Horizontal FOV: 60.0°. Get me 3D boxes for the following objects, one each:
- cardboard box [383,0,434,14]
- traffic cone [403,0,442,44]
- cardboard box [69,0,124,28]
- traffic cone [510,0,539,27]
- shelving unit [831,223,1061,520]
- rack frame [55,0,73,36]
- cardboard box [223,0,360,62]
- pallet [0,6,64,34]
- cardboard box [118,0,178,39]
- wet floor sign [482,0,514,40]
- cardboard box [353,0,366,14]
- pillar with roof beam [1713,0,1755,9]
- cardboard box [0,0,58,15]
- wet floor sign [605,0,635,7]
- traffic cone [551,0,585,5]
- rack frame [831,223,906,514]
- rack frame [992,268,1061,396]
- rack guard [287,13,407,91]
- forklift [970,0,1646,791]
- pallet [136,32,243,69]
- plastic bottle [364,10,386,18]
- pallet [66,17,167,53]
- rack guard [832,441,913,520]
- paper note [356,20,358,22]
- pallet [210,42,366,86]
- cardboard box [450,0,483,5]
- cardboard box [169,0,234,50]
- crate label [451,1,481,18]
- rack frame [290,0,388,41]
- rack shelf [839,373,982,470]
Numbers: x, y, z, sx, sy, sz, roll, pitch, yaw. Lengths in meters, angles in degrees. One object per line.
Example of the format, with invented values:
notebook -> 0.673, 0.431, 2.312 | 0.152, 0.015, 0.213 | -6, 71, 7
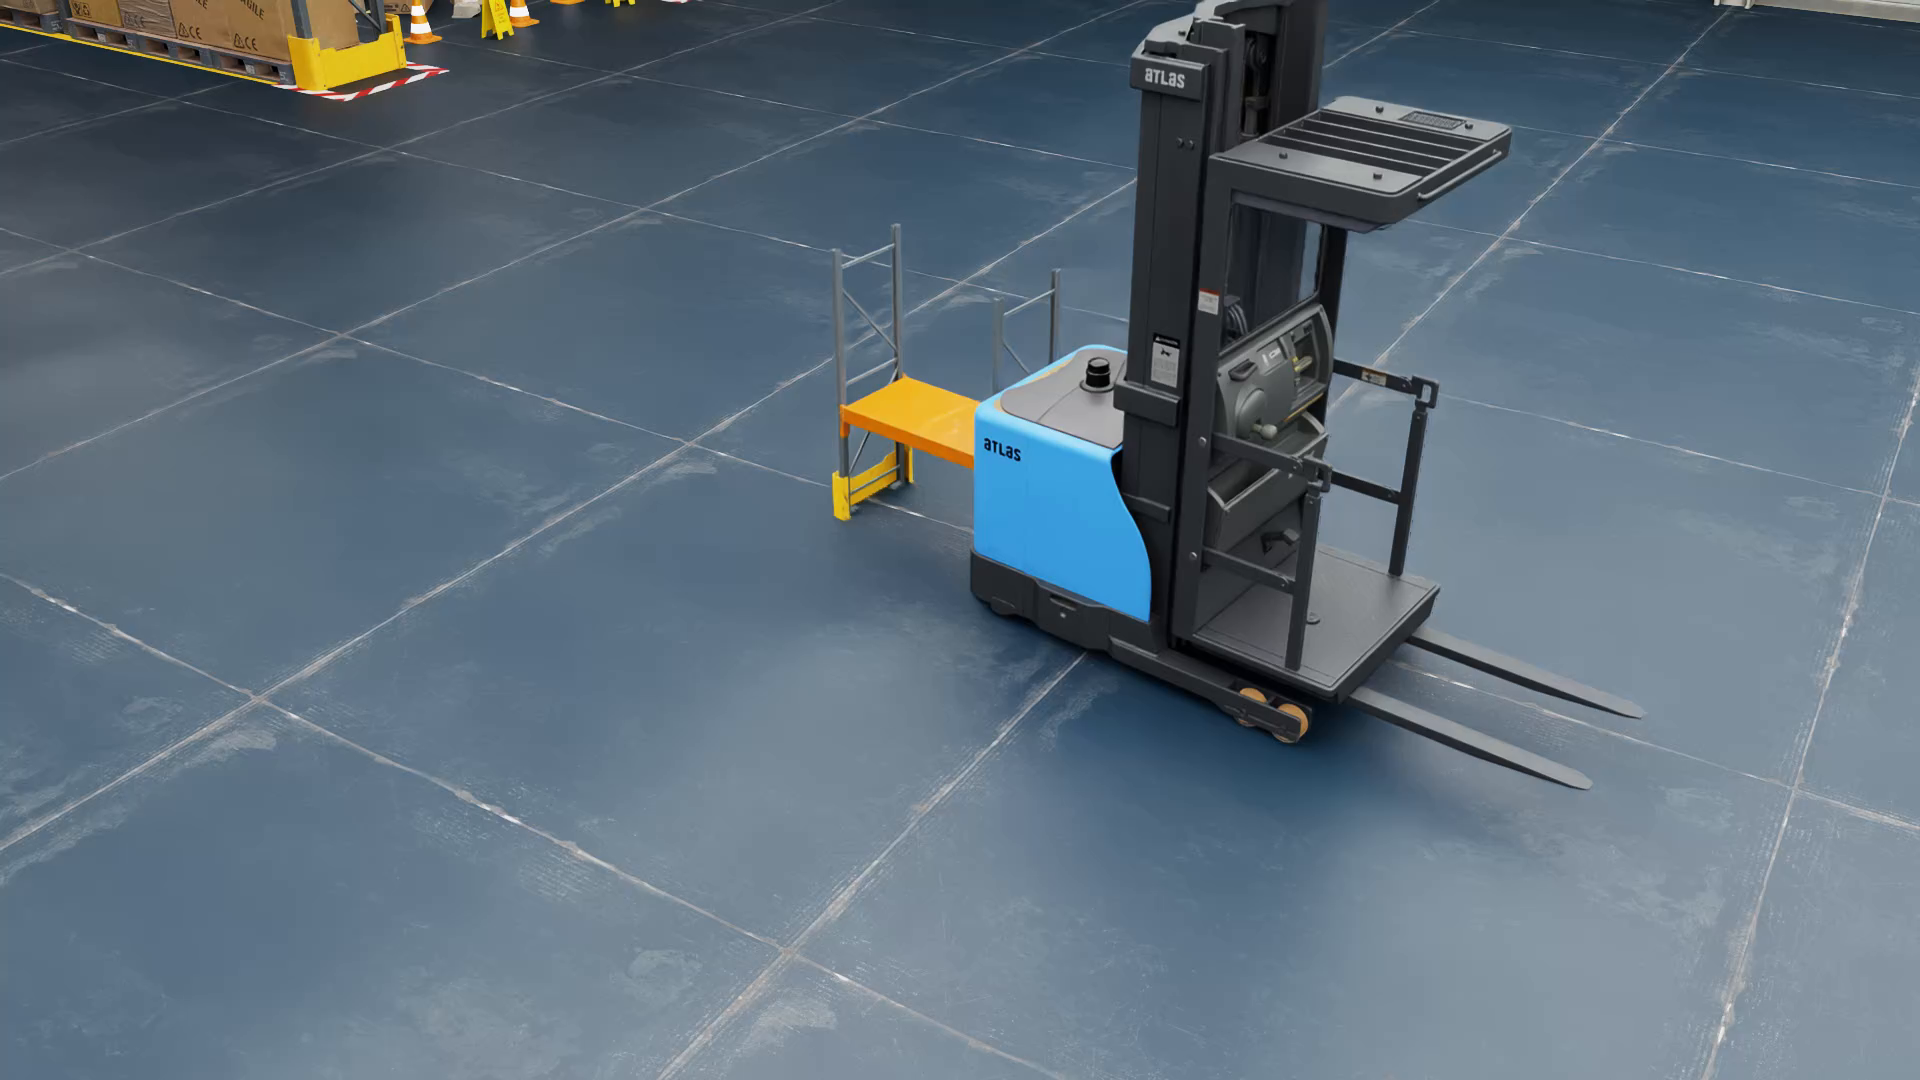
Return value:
cardboard box -> -6.426, -6.429, 19.270 | 0.637, 0.503, 0.797 | -4, 30, -7
traffic cone -> -5.833, -5.630, 17.941 | 0.334, 0.463, 0.336 | 18, 35, 27
cardboard box -> -9.031, -6.114, 17.945 | 0.875, 0.875, 0.875 | 18, 35, 28
traffic cone -> -4.945, -6.021, 18.611 | 0.334, 0.463, 0.336 | 18, 35, 27
shelving unit -> -0.084, -0.723, 8.502 | 1.083, 1.500, 0.587 | 22, 37, 33
rack frame -> -9.526, -7.049, 17.855 | 0.127, 3.000, 1.000 | 18, 35, 27
cardboard box -> -6.748, -5.394, 16.711 | 0.875, 0.875, 0.875 | 18, 35, 28
pallet -> -10.220, -6.019, 18.857 | 1.213, 0.211, 1.003 | 18, 35, 27
cardboard box -> -8.265, -5.874, 17.534 | 0.875, 0.875, 0.875 | 18, 35, 28
wet floor sign -> -5.061, -5.797, 18.047 | 0.232, 0.644, 0.267 | 12, 32, 19
cardboard box -> -7.091, -6.193, 19.103 | 0.258, 0.266, 0.396 | 24, 38, 35
pillar with roof beam -> 6.808, -8.347, 14.127 | 0.400, 9.000, 9.100 | 18, 35, 27
cardboard box -> -10.100, -6.386, 18.536 | 0.750, 0.750, 1.050 | 17, 34, 27
wet floor sign -> -4.000, -6.592, 19.410 | 0.267, 0.644, 0.232 | -21, 36, -32
traffic cone -> -4.642, -6.586, 19.579 | 0.334, 0.463, 0.336 | 18, 35, 27
rack frame -> -0.473, -0.881, 8.771 | 0.032, 1.500, 0.500 | 22, 37, 33
rack frame -> 0.320, -0.560, 8.222 | 0.032, 1.500, 0.500 | 22, 37, 33
rack guard -> -6.118, -4.891, 16.638 | 0.348, 0.500, 1.175 | 18, 35, 27
forklift -> 1.519, -0.686, 7.017 | 3.031, 2.935, 1.130 | 22, 37, 33
pallet -> -7.886, -5.281, 17.592 | 1.213, 0.211, 1.003 | 18, 35, 27
plastic bottle -> -6.702, -5.994, 18.963 | 0.283, 0.061, 0.133 | 6, 31, 10
pallet -> -8.924, -5.607, 18.152 | 1.213, 0.211, 1.003 | 18, 35, 27
rack guard -> -0.472, -0.341, 9.086 | 0.087, 0.250, 0.587 | 22, 37, 33
paper note -> -6.837, -5.870, 18.803 | 0.032, 0.001, 0.123 | -15, 33, -24
pallet -> -6.857, -4.953, 17.031 | 1.213, 0.211, 1.003 | 18, 35, 27
cardboard box -> -5.776, -6.374, 19.529 | 0.380, 0.149, 0.250 | -15, 33, -24
cardboard box -> -7.494, -5.629, 17.114 | 0.875, 0.875, 0.875 | 17, 34, 27
crate label -> -5.643, -6.064, 19.009 | 0.298, 0.136, 0.250 | 1, 30, 2
rack frame -> -6.138, -5.977, 16.019 | 0.127, 3.000, 1.000 | 18, 35, 27
rack shelf -> -0.076, -0.565, 8.587 | 1.000, 0.185, 0.538 | 22, 37, 33
